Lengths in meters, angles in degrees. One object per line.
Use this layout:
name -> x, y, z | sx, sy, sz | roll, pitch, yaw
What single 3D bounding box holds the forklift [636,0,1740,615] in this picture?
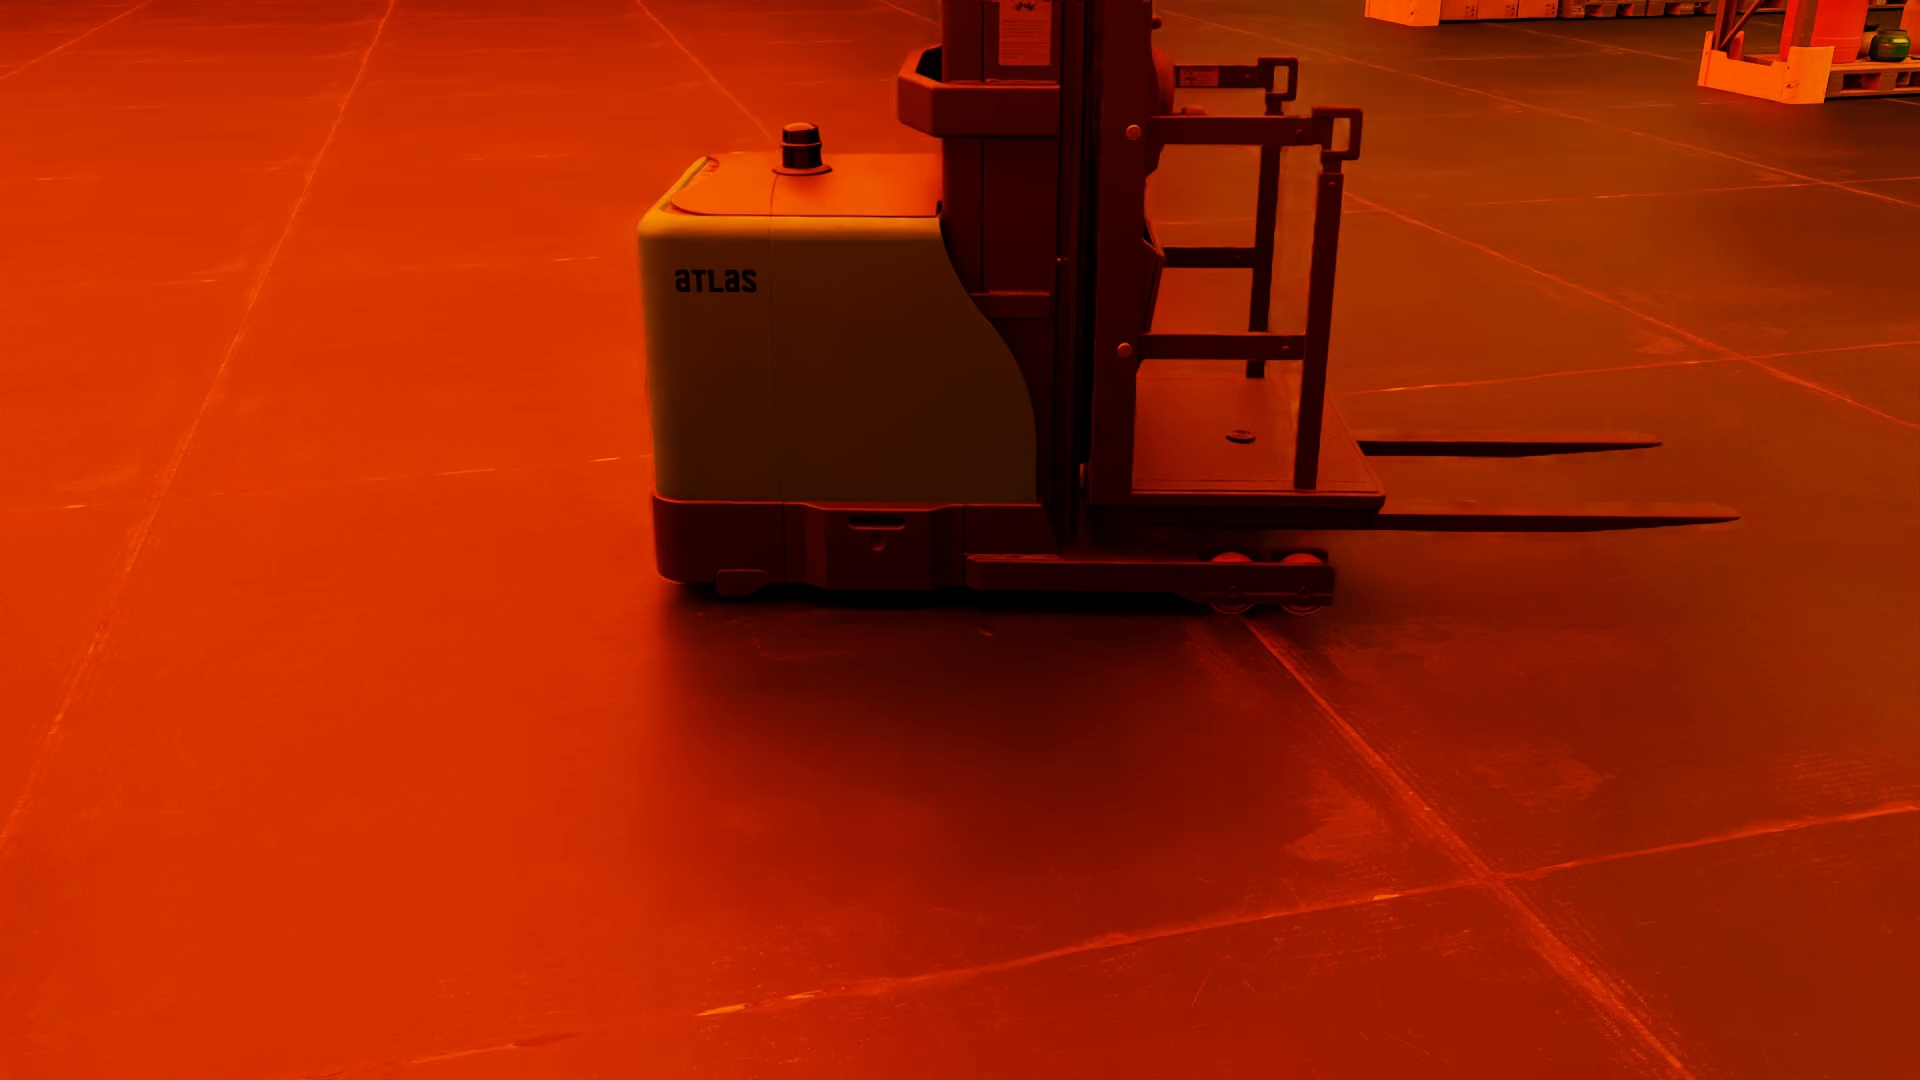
forklift -> 0.672, -1.354, 4.492 | 3.031, 2.935, 1.130 | 1, 23, 1
